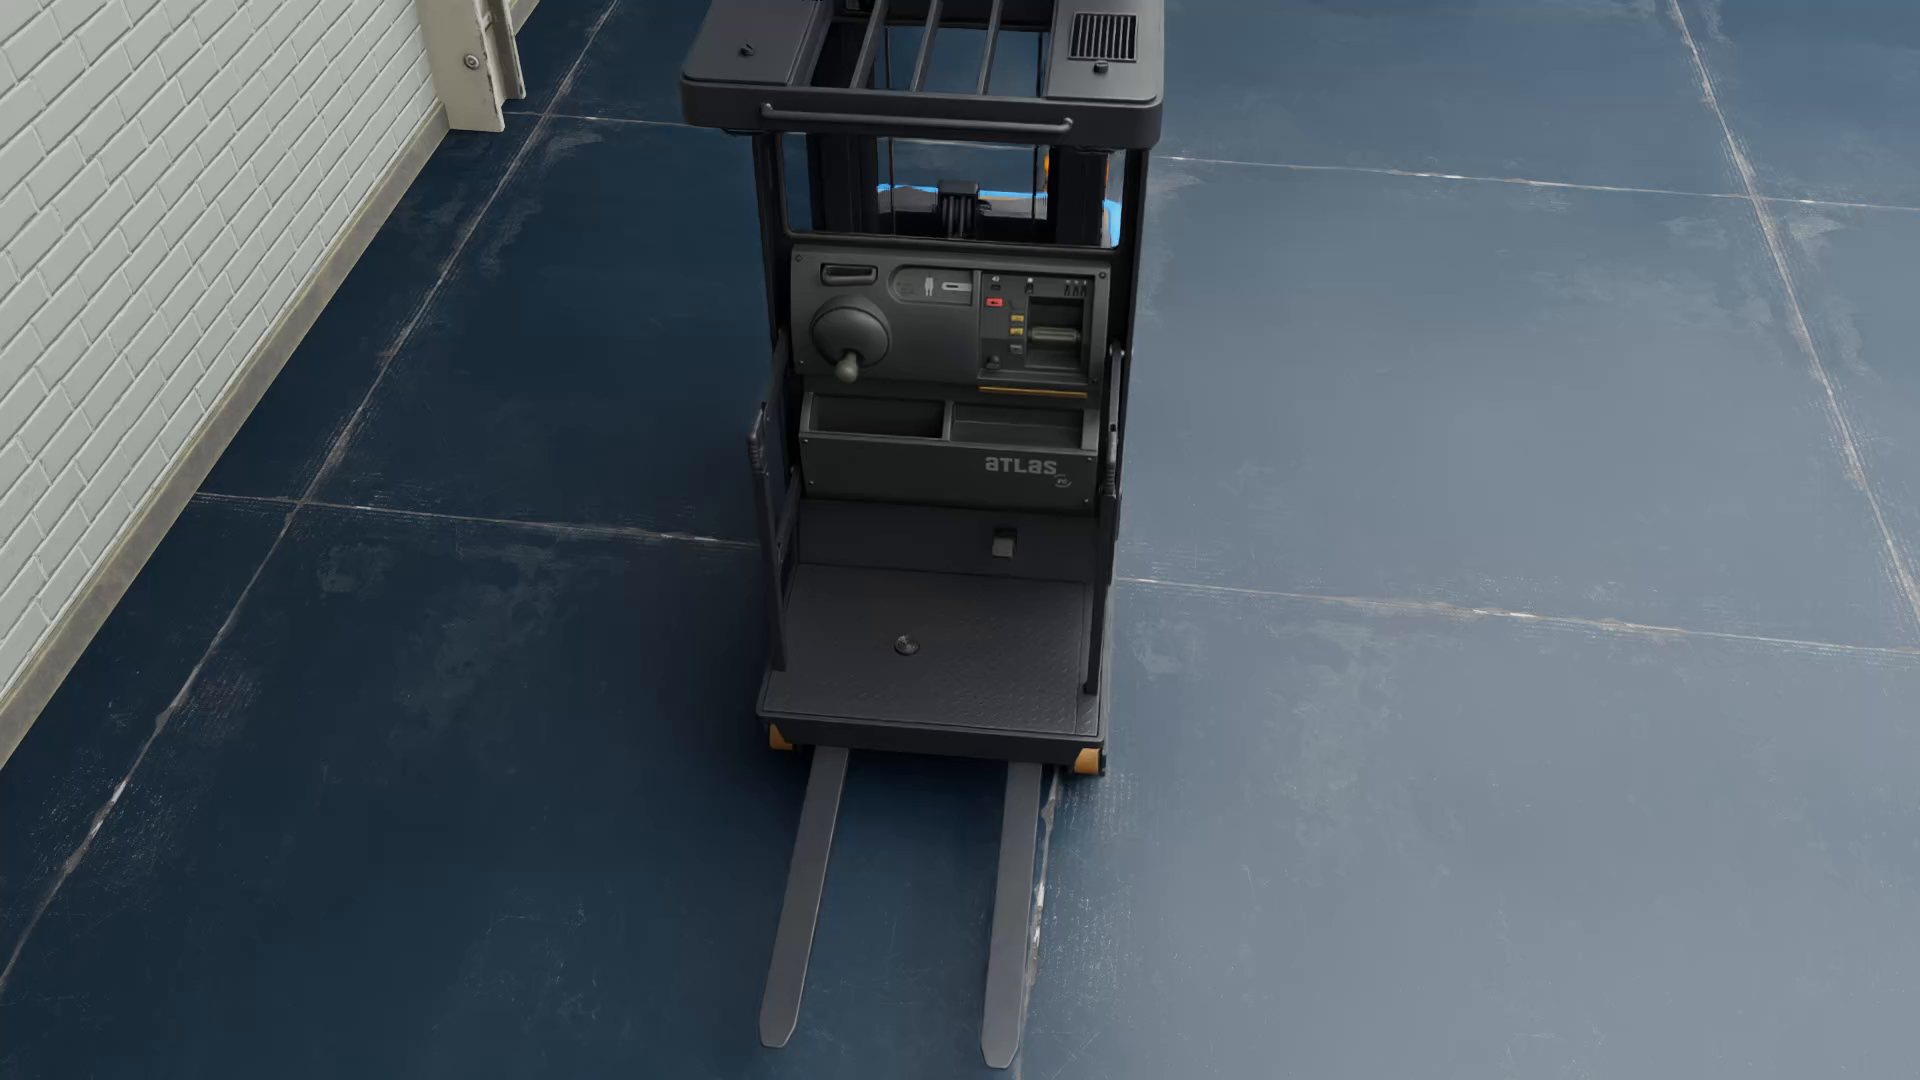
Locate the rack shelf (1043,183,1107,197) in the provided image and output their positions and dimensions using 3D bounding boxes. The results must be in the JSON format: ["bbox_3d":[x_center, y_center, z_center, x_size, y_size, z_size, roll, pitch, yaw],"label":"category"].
[{"bbox_3d":[0.430,-1.304,6.478,0.258,0.103,0.180,9,27,9],"label":"rack shelf"}]

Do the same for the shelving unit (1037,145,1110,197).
[{"bbox_3d":[0.418,-1.130,6.567,0.258,1.200,0.189,9,27,9],"label":"shelving unit"}]

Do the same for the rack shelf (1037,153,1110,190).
[{"bbox_3d":[0.438,-1.410,6.424,0.258,0.103,0.180,9,27,9],"label":"rack shelf"}]

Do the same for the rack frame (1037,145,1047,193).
[{"bbox_3d":[0.399,-1.090,6.487,0.240,1.200,0.006,9,27,9],"label":"rack frame"}]

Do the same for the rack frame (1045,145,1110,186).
[{"bbox_3d":[0.437,-1.169,6.647,0.240,1.200,0.006,9,27,9],"label":"rack frame"}]

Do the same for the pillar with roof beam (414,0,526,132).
[{"bbox_3d":[1.815,-5.095,5.085,9.100,9.000,0.400,5,44,6],"label":"pillar with roof beam"}]

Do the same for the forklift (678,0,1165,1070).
[{"bbox_3d":[-0.052,-0.550,4.699,1.130,2.935,3.031,4,44,4],"label":"forklift"}]
